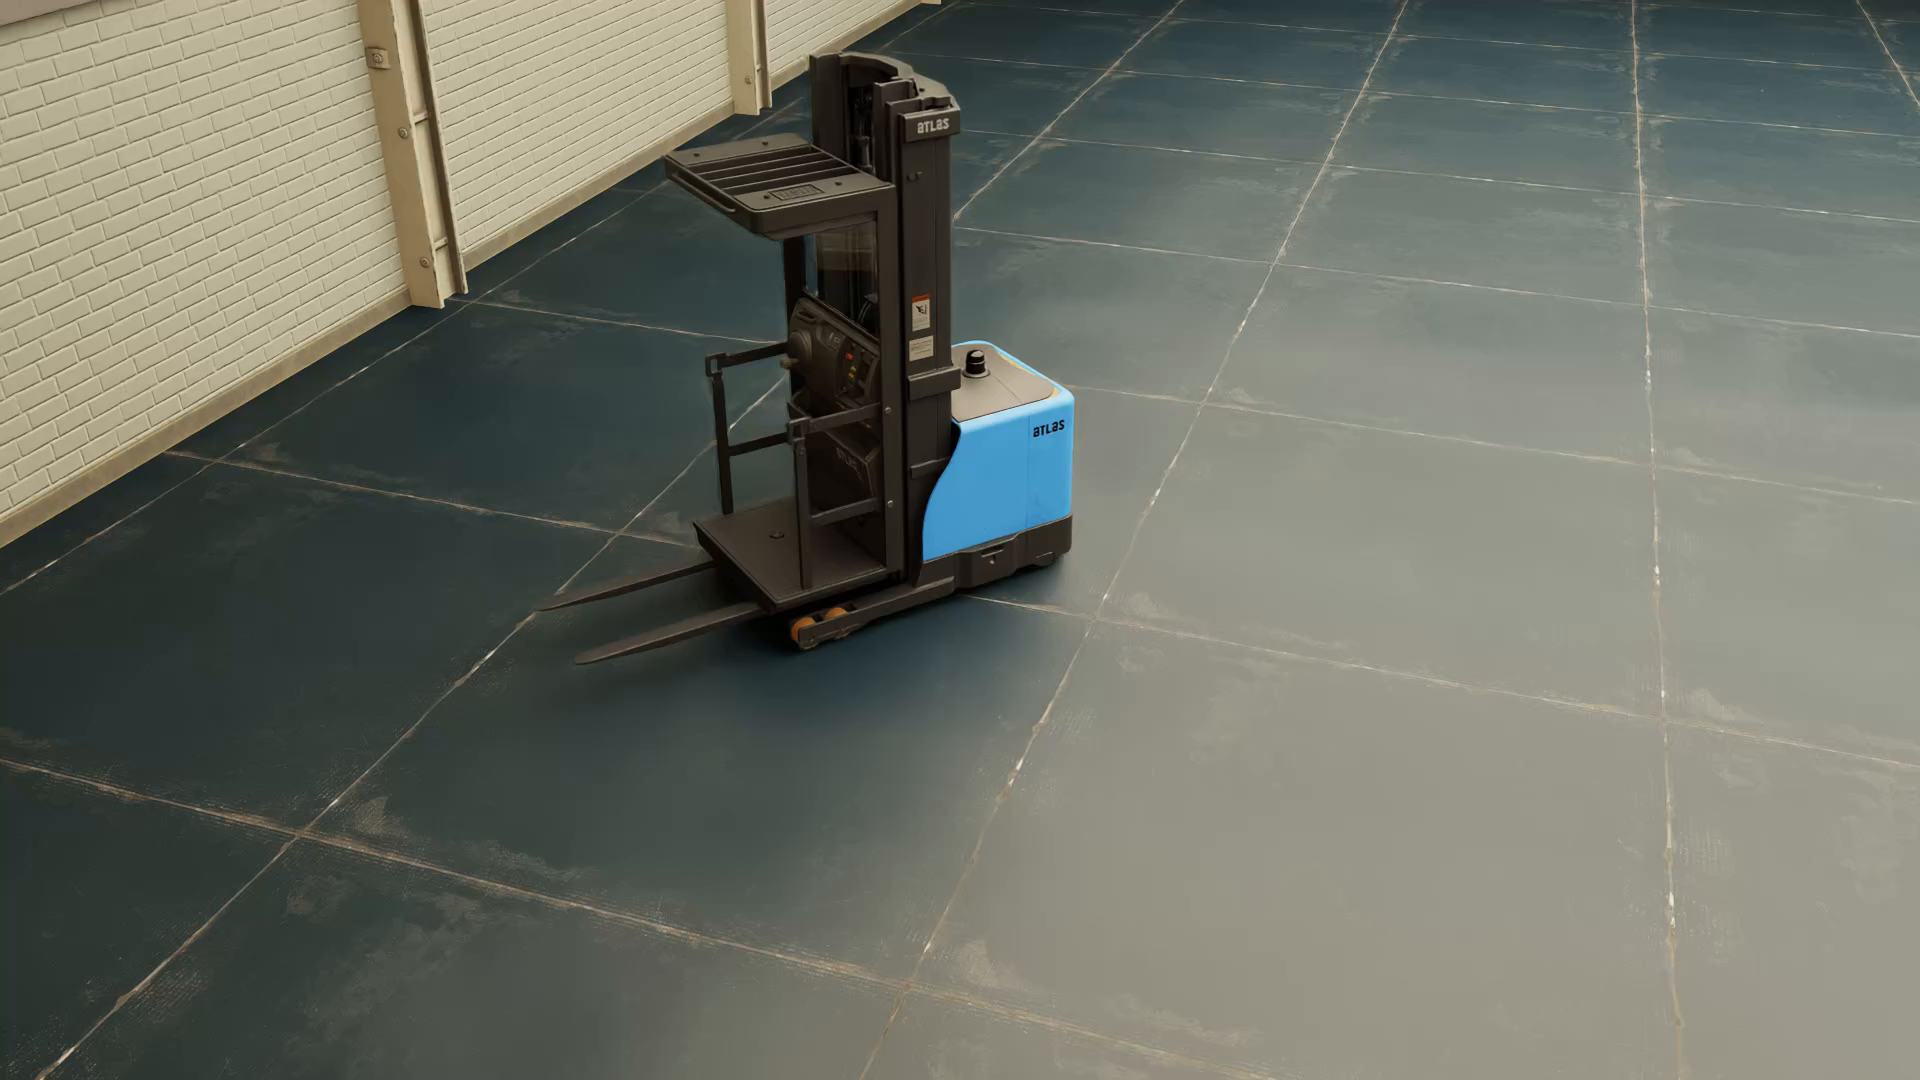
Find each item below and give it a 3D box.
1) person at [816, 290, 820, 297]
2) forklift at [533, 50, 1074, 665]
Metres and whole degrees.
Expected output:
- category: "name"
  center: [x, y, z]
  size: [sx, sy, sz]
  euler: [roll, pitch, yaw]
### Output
- category: "person"
  center: [-0.567, -1.123, 10.571]
  size: [0.641, 1.555, 0.726]
  euler: [-26, 39, -38]
- category: "forklift"
  center: [-0.859, -0.980, 8.856]
  size: [3.031, 2.935, 1.130]
  euler: [-17, 34, -27]
